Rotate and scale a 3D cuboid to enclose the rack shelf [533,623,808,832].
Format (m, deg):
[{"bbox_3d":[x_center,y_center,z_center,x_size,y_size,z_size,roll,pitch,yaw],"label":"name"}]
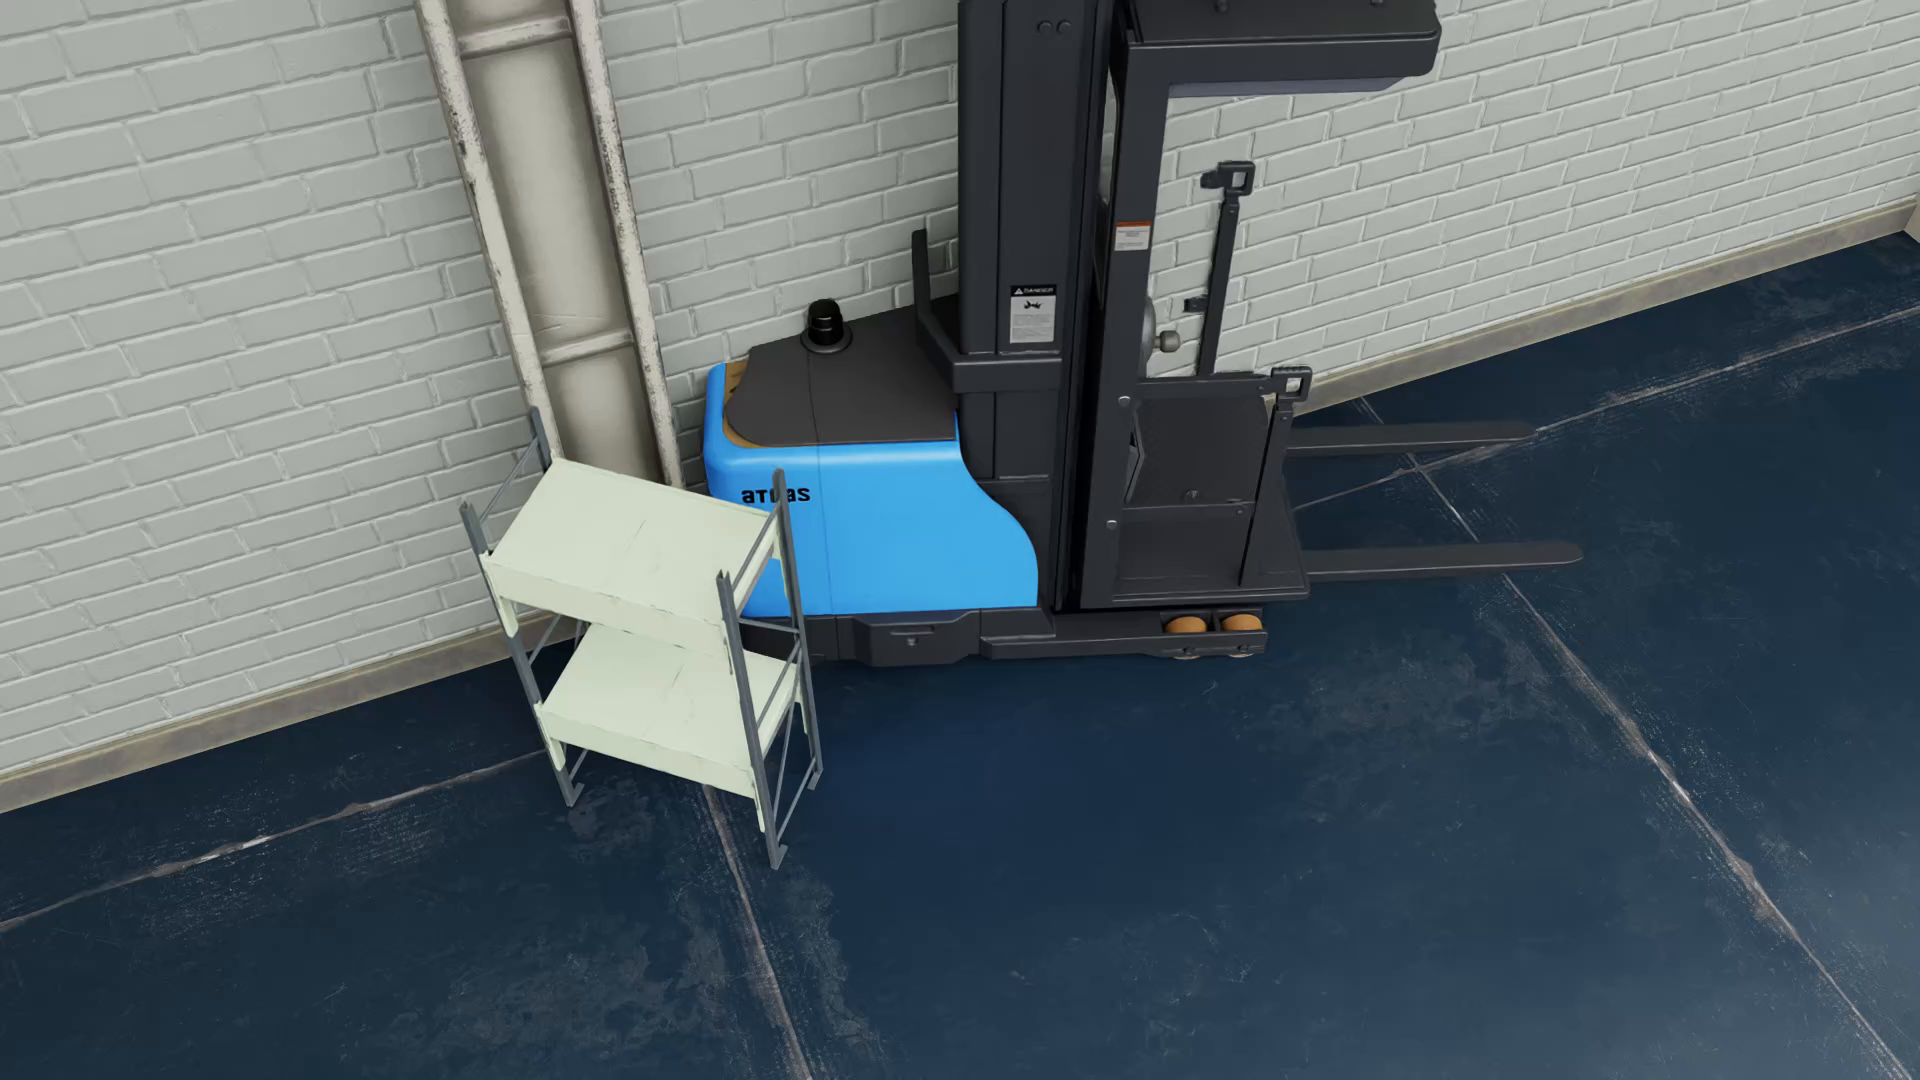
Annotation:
[{"bbox_3d":[-0.882,0.552,5.211,0.720,0.370,0.431,14,52,12],"label":"rack shelf"}]

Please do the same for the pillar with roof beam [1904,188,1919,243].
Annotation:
[{"bbox_3d":[6.079,-1.270,1.409,0.400,9.000,9.100,-17,52,-14],"label":"pillar with roof beam"}]

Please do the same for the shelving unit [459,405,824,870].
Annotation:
[{"bbox_3d":[-0.884,0.344,4.960,0.755,1.500,0.431,14,52,12],"label":"shelving unit"}]

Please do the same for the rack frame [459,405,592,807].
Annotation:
[{"bbox_3d":[-1.231,0.255,5.037,0.023,1.500,0.400,14,52,12],"label":"rack frame"}]

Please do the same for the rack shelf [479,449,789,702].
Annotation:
[{"bbox_3d":[-0.886,0.095,4.660,0.720,0.370,0.431,14,52,12],"label":"rack shelf"}]

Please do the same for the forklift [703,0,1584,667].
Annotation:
[{"bbox_3d":[0.684,-0.934,5.120,3.031,2.935,1.130,-2,49,-2],"label":"forklift"}]

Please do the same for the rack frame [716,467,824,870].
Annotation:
[{"bbox_3d":[-0.537,0.433,4.884,0.023,1.500,0.400,14,52,12],"label":"rack frame"}]
